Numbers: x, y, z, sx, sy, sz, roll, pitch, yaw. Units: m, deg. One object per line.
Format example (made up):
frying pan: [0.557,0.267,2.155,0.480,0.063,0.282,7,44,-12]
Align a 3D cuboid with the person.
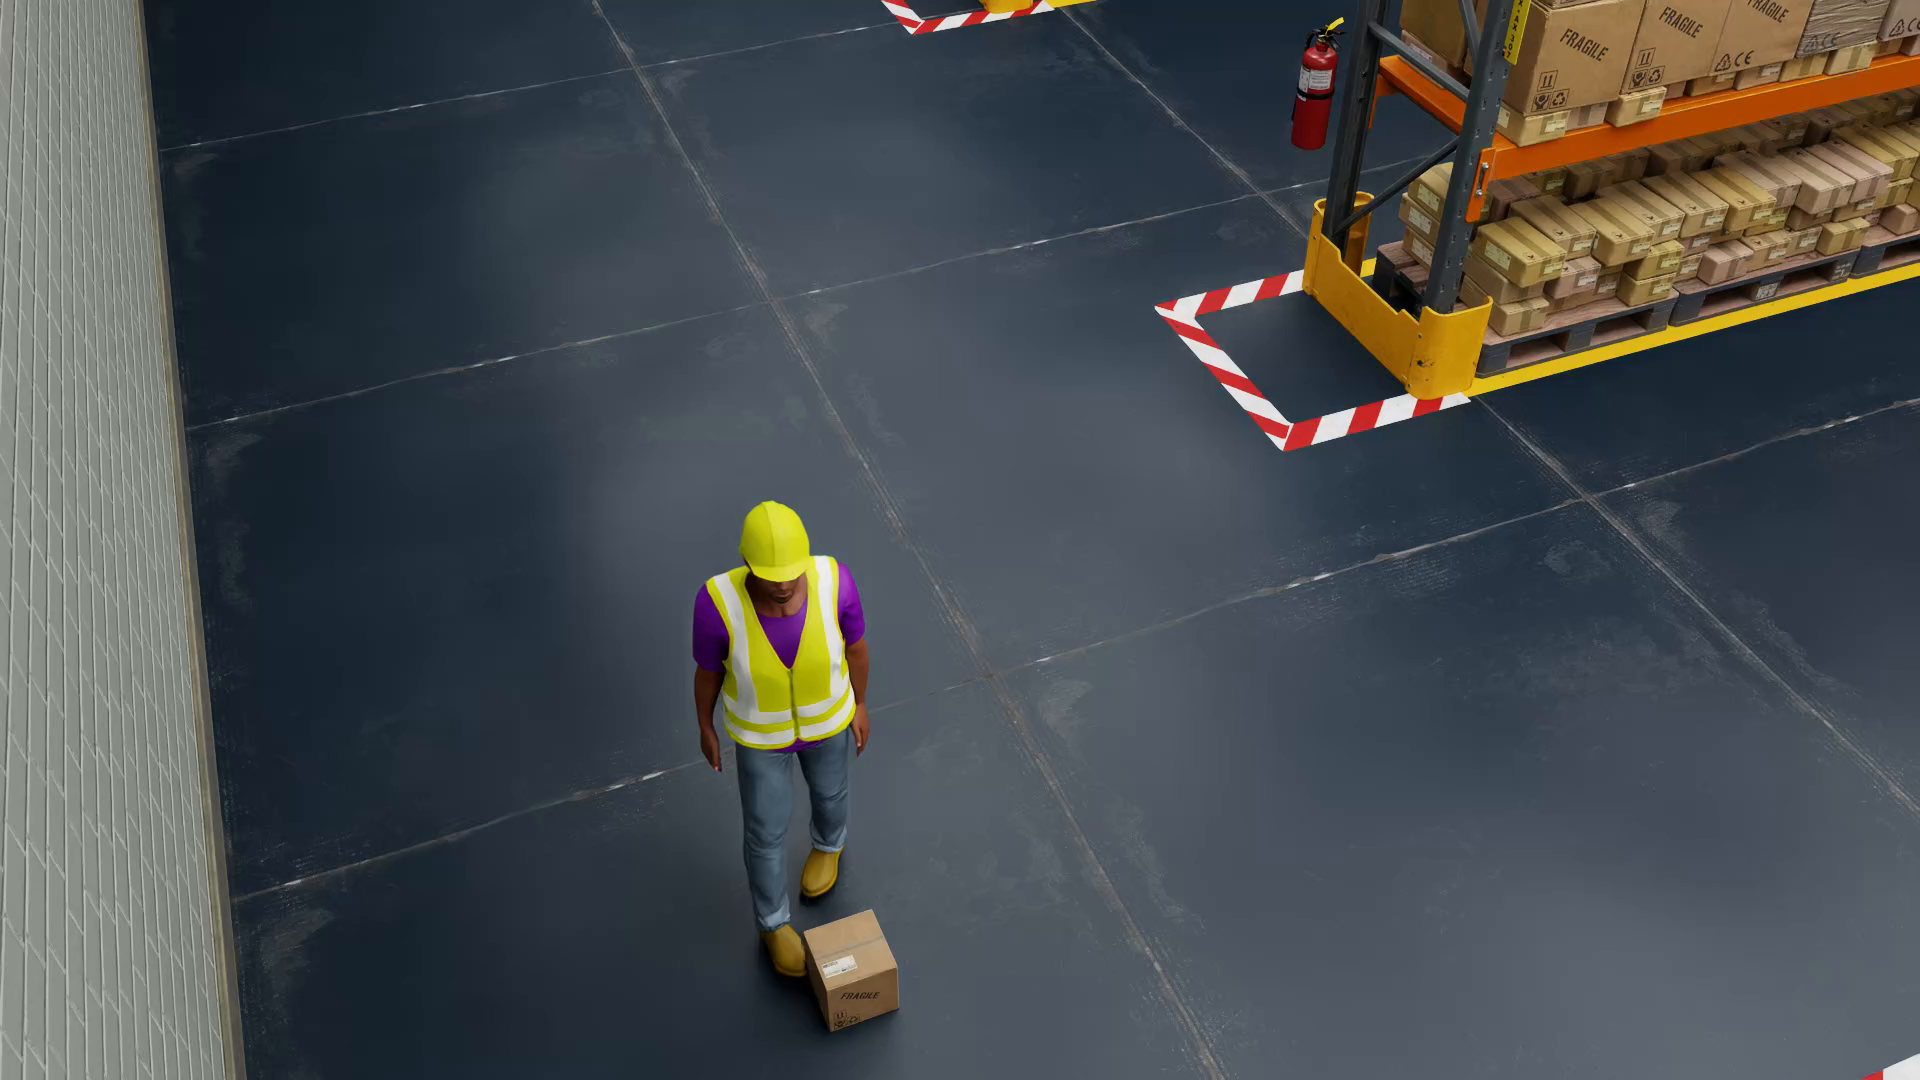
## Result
person: [-0.537,0.657,5.393,0.582,1.760,0.628,-11,43,-13]
